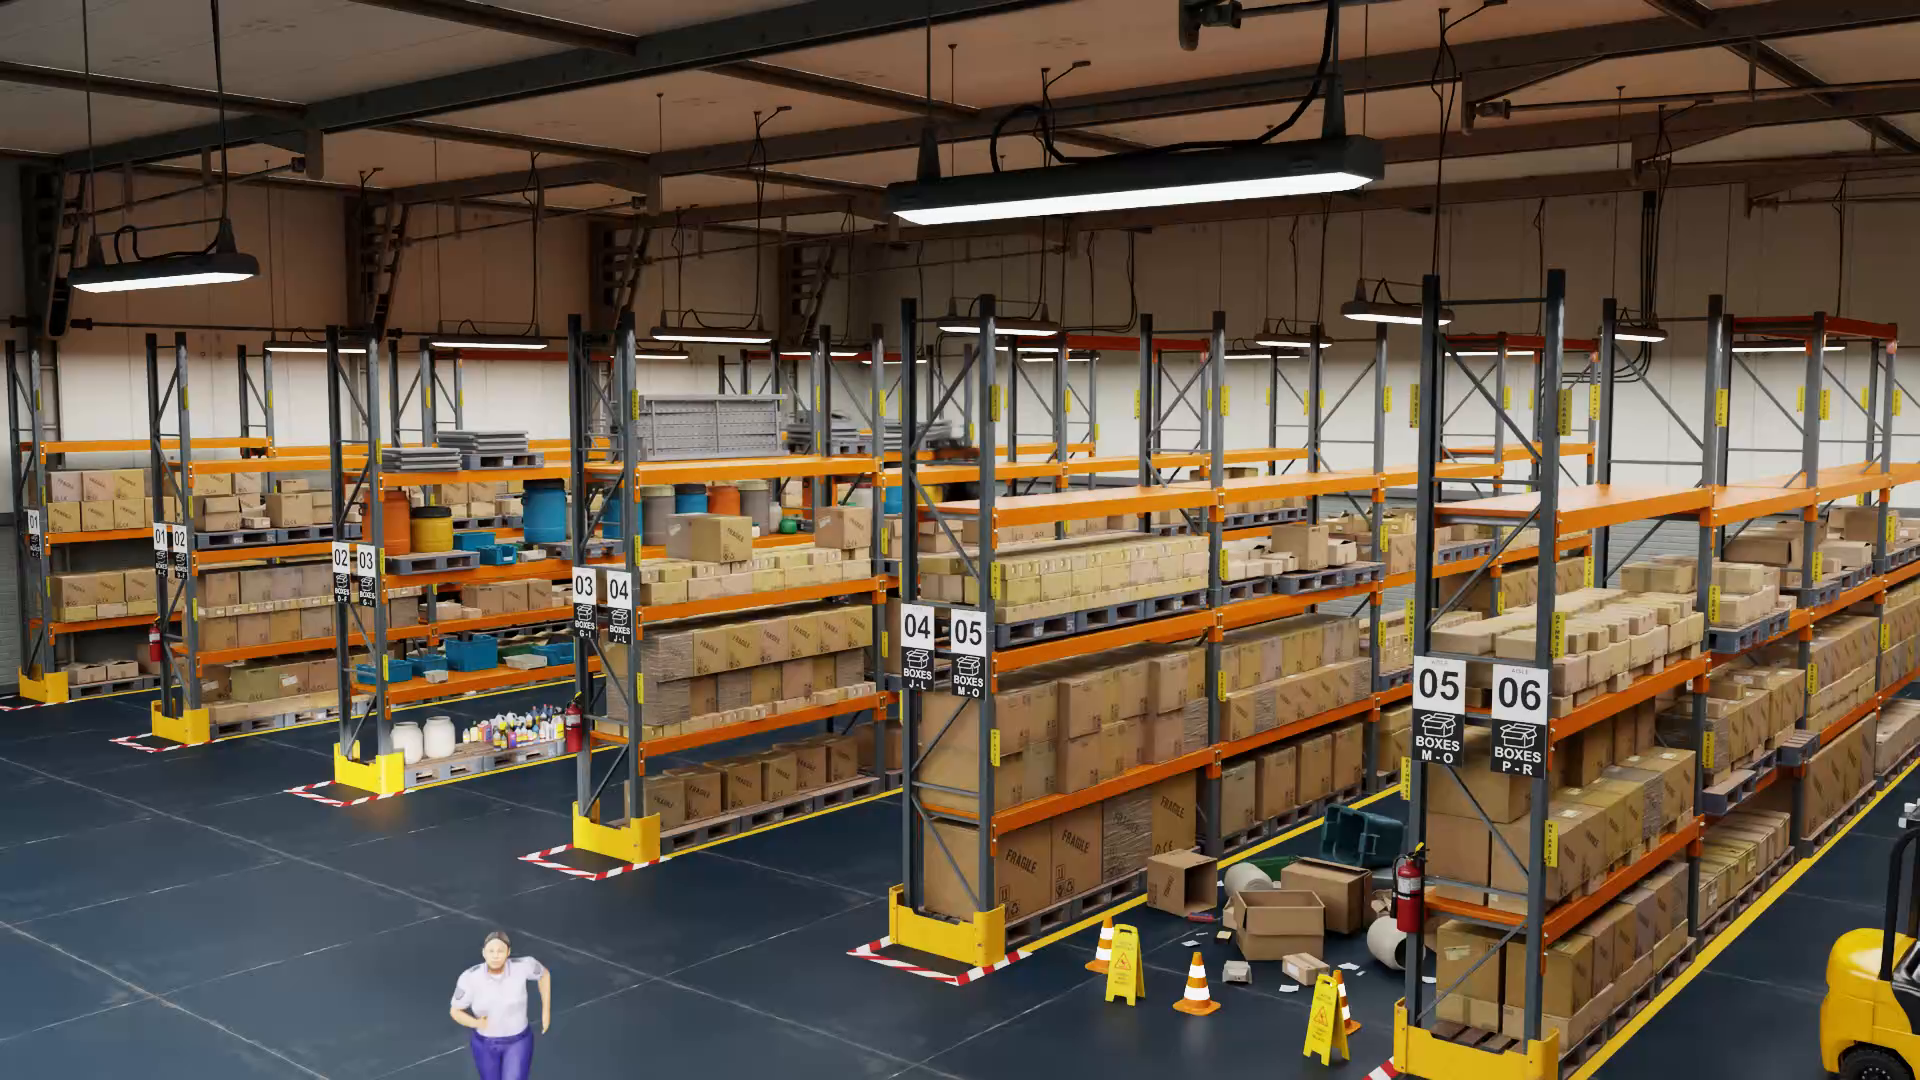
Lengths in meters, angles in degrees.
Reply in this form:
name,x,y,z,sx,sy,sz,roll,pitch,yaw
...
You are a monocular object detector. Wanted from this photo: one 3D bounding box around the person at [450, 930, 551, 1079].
name,x,y,z,sx,sy,sz,roll,pitch,yaw
person,-3.031,3.372,11.007,0.627,1.694,0.877,-1,5,-11
